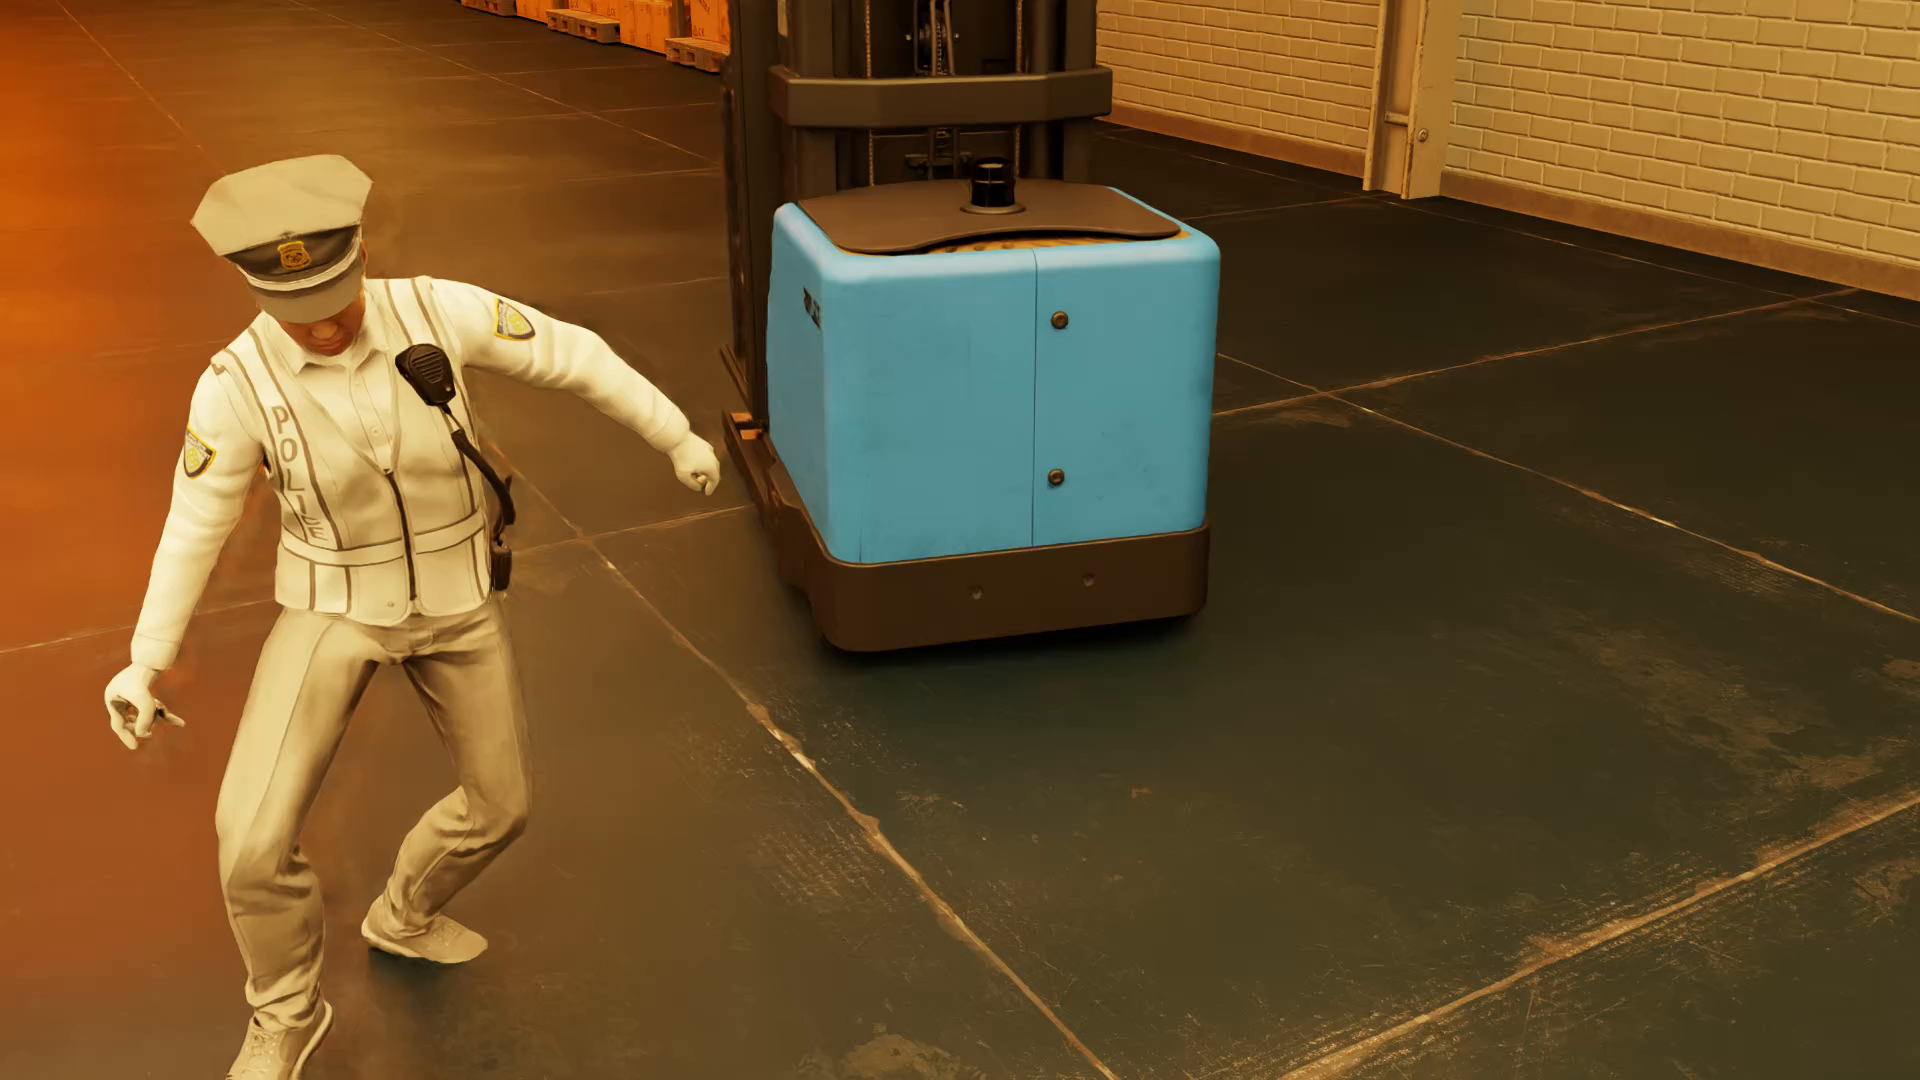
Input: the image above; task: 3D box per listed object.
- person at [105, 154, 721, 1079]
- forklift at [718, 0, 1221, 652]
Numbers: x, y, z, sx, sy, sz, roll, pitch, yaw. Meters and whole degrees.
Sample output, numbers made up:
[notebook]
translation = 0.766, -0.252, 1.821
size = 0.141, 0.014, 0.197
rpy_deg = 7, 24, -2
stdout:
[person]
translation = -0.889, 0.135, 2.837
size = 1.059, 1.604, 0.550
rpy_deg = -15, 27, -32
[forklift]
translation = -0.206, -1.599, 5.171
size = 1.130, 2.935, 3.031
rpy_deg = -6, 23, -14
